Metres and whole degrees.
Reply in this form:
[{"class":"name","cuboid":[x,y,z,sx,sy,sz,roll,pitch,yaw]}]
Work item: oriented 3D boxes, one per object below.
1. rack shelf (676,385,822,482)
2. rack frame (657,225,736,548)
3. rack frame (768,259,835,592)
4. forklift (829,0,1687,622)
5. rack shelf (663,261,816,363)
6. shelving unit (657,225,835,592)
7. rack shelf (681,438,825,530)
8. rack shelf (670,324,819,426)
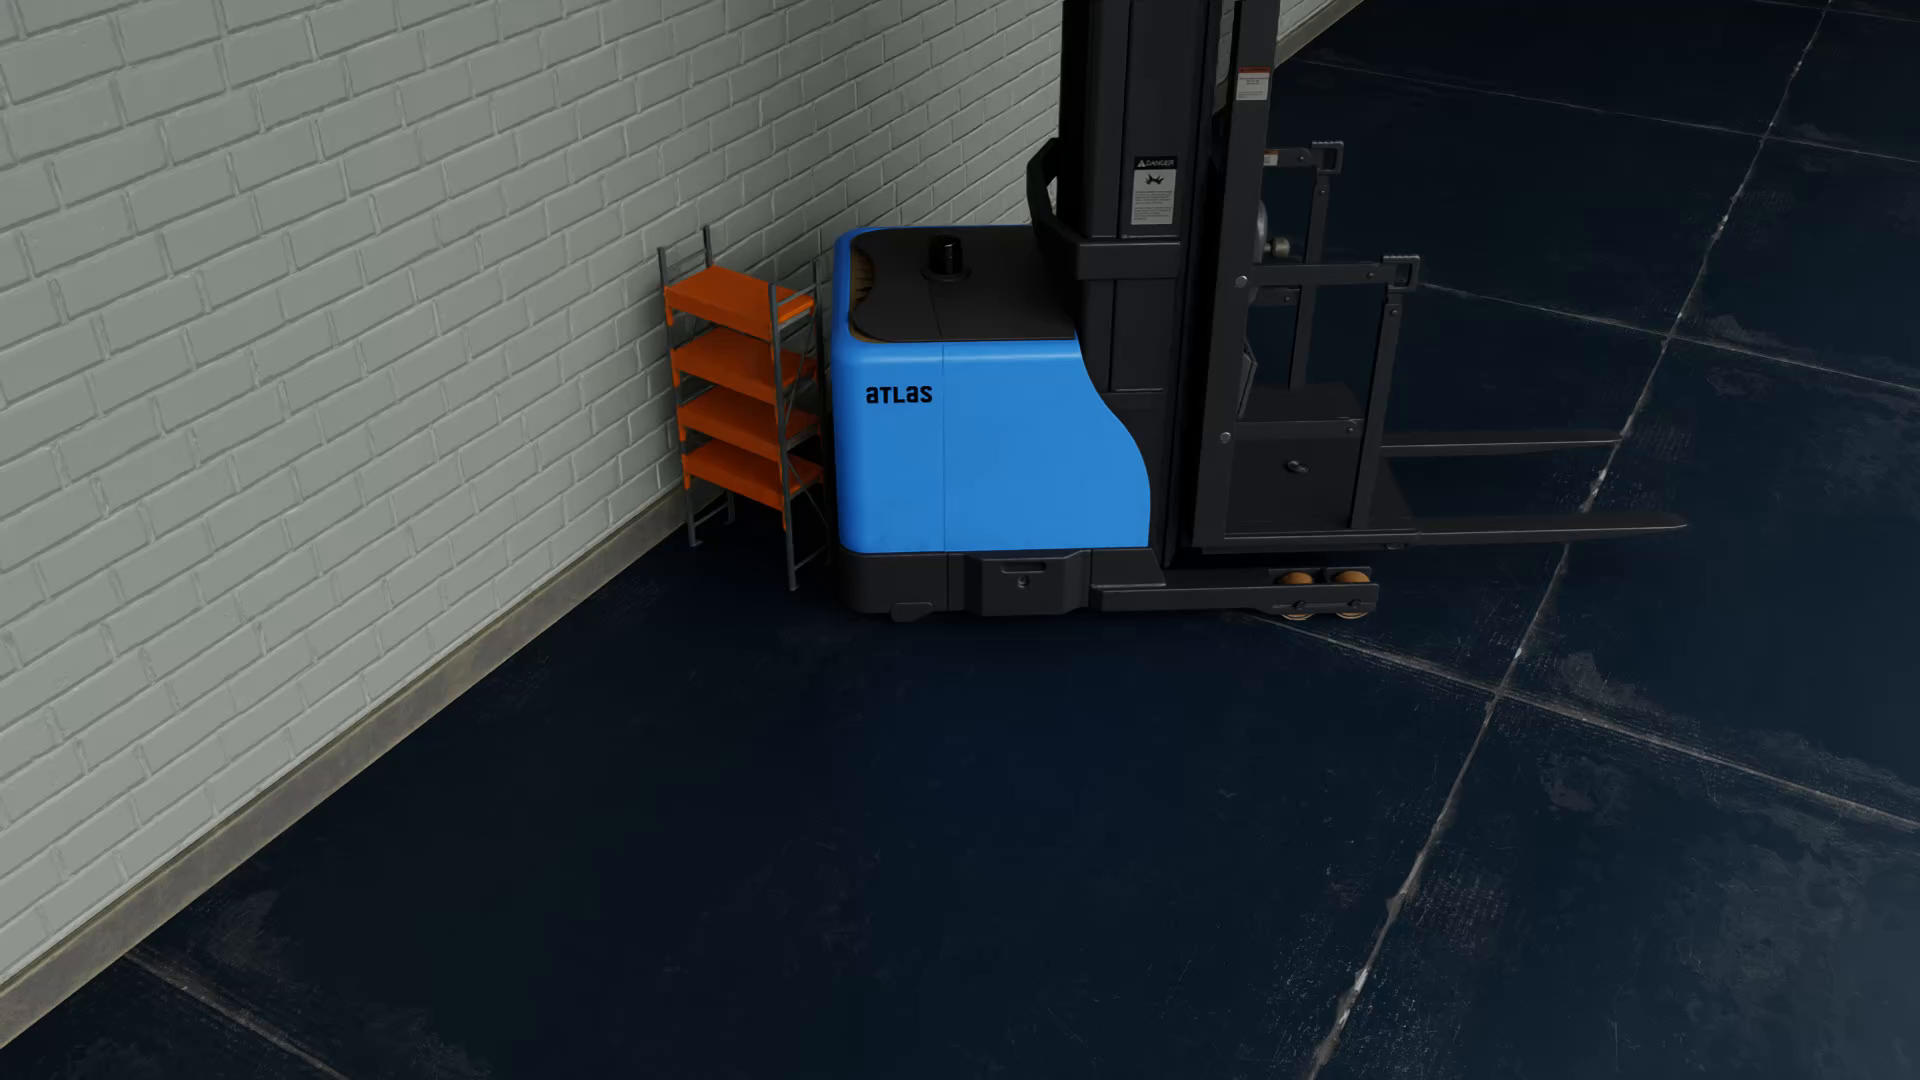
[{"class":"rack shelf","cuboid":[-0.736,-0.392,5.878,0.480,0.148,0.258,22,39,29]},{"class":"rack frame","cuboid":[-0.935,-0.527,5.958,0.015,1.200,0.240,22,39,29]},{"class":"rack frame","cuboid":[-0.538,-0.370,5.723,0.015,1.200,0.240,22,39,29]},{"class":"forklift","cuboid":[1.067,-1.232,5.456,3.031,2.935,1.130,-1,34,-2]},{"class":"rack shelf","cuboid":[-0.736,-0.775,5.623,0.480,0.148,0.258,22,39,29]},{"class":"shelving unit","cuboid":[-0.736,-0.448,5.840,0.503,1.200,0.258,22,39,29]},{"class":"rack shelf","cuboid":[-0.736,-0.227,5.988,0.480,0.148,0.258,22,39,29]},{"class":"rack shelf","cuboid":[-0.736,-0.578,5.754,0.480,0.148,0.258,22,39,29]}]
